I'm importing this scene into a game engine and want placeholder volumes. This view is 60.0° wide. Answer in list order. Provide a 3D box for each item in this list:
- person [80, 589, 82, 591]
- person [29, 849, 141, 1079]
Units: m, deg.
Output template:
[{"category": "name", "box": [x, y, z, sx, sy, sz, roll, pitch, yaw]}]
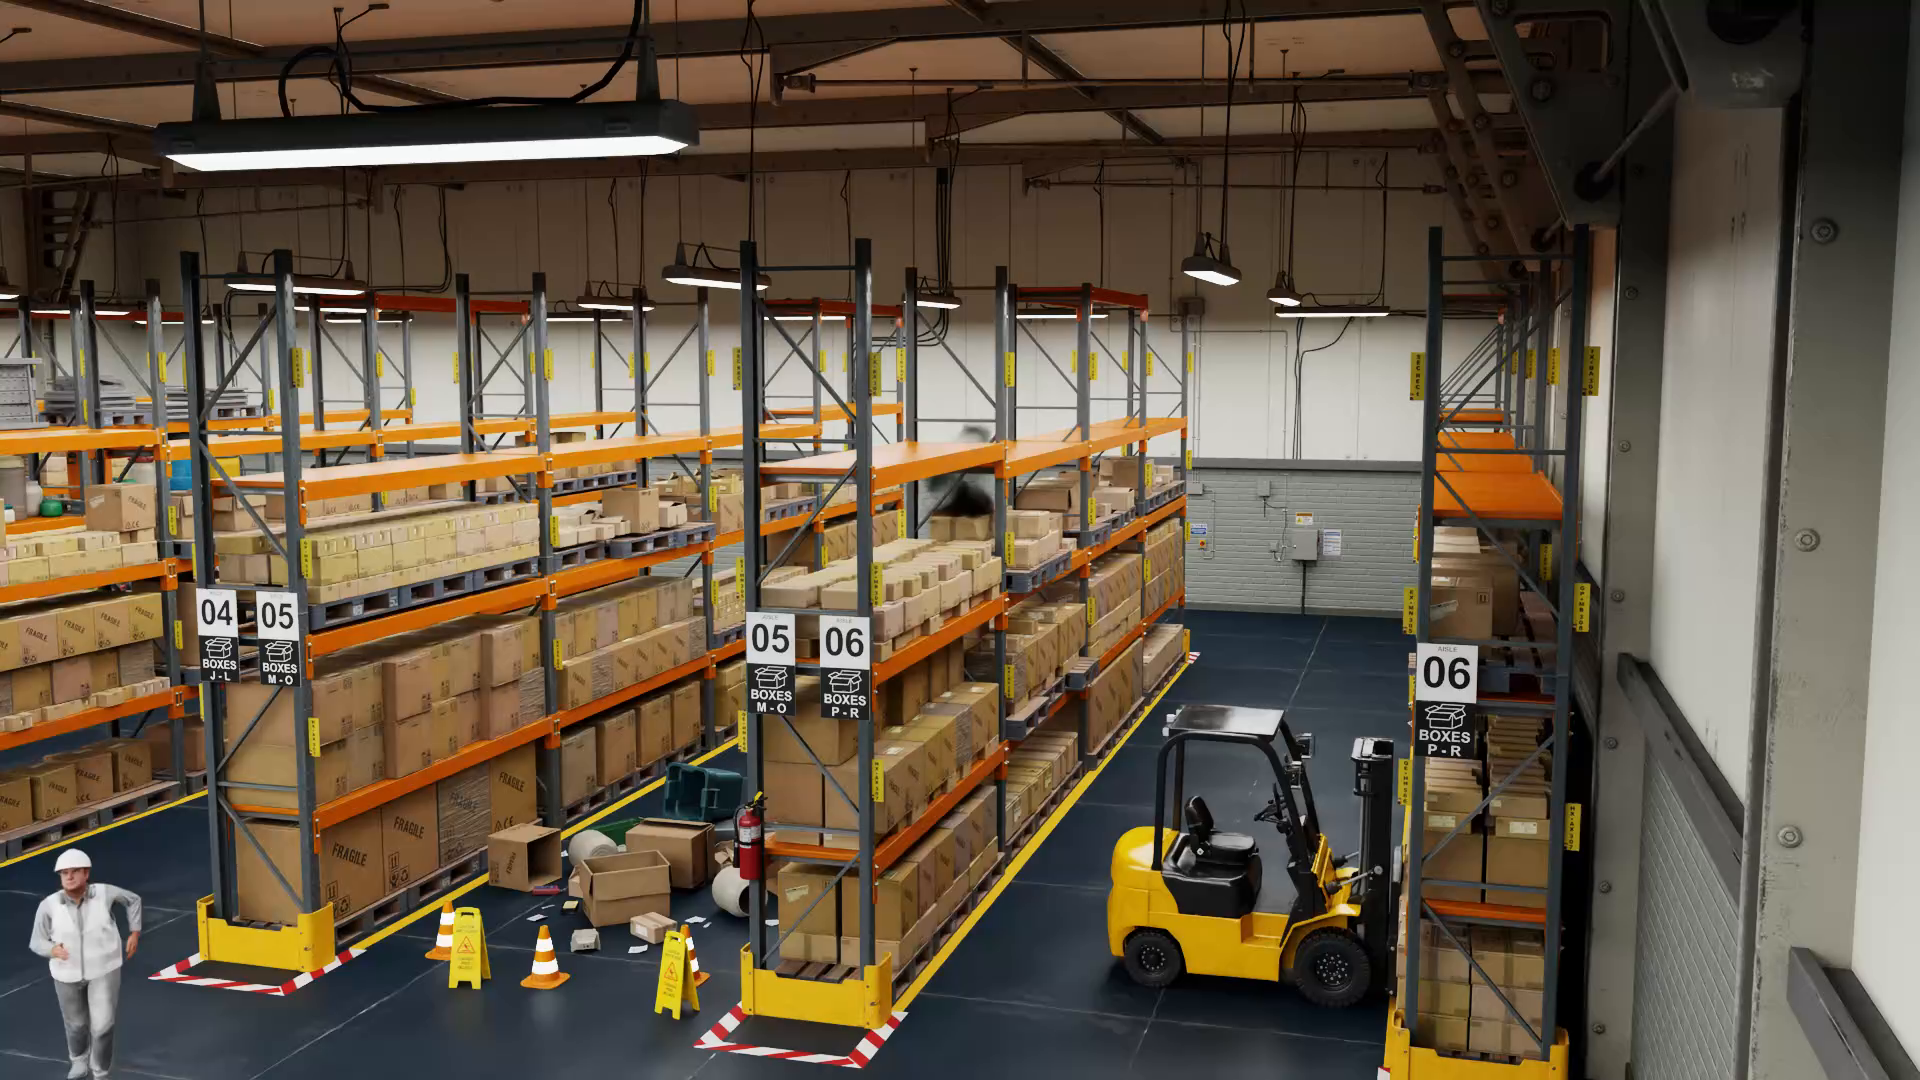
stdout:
[{"category": "person", "box": [-15.031, 1.242, 27.915, 0.604, 1.616, 0.575, 1, 6, 7]}, {"category": "person", "box": [-6.047, 3.002, 11.534, 0.662, 1.788, 0.873, -2, 7, -20]}]
